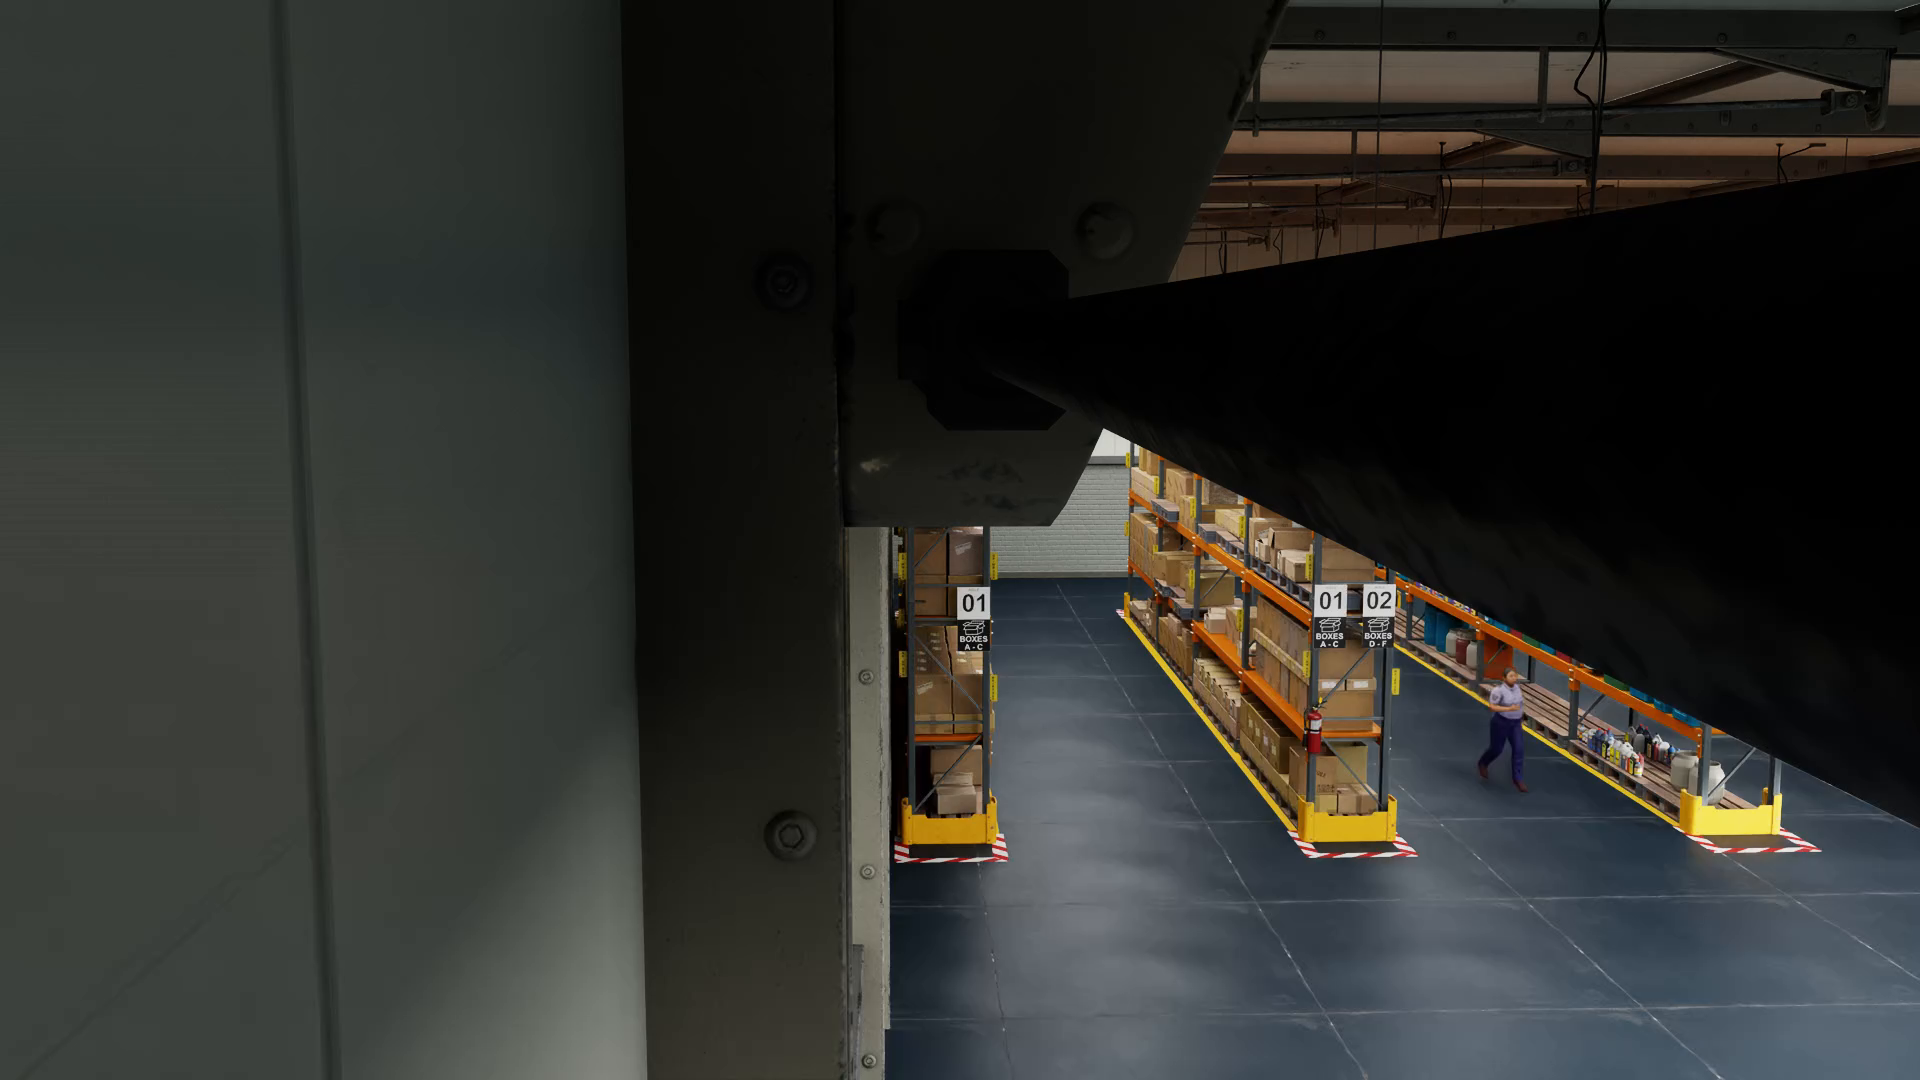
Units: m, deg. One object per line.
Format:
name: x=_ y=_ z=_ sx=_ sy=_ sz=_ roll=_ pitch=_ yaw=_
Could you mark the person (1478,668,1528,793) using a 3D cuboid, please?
person: x=7.512 y=2.569 z=22.918 sx=0.632 sy=1.655 sz=0.902 roll=-3 pitch=8 yaw=-20
